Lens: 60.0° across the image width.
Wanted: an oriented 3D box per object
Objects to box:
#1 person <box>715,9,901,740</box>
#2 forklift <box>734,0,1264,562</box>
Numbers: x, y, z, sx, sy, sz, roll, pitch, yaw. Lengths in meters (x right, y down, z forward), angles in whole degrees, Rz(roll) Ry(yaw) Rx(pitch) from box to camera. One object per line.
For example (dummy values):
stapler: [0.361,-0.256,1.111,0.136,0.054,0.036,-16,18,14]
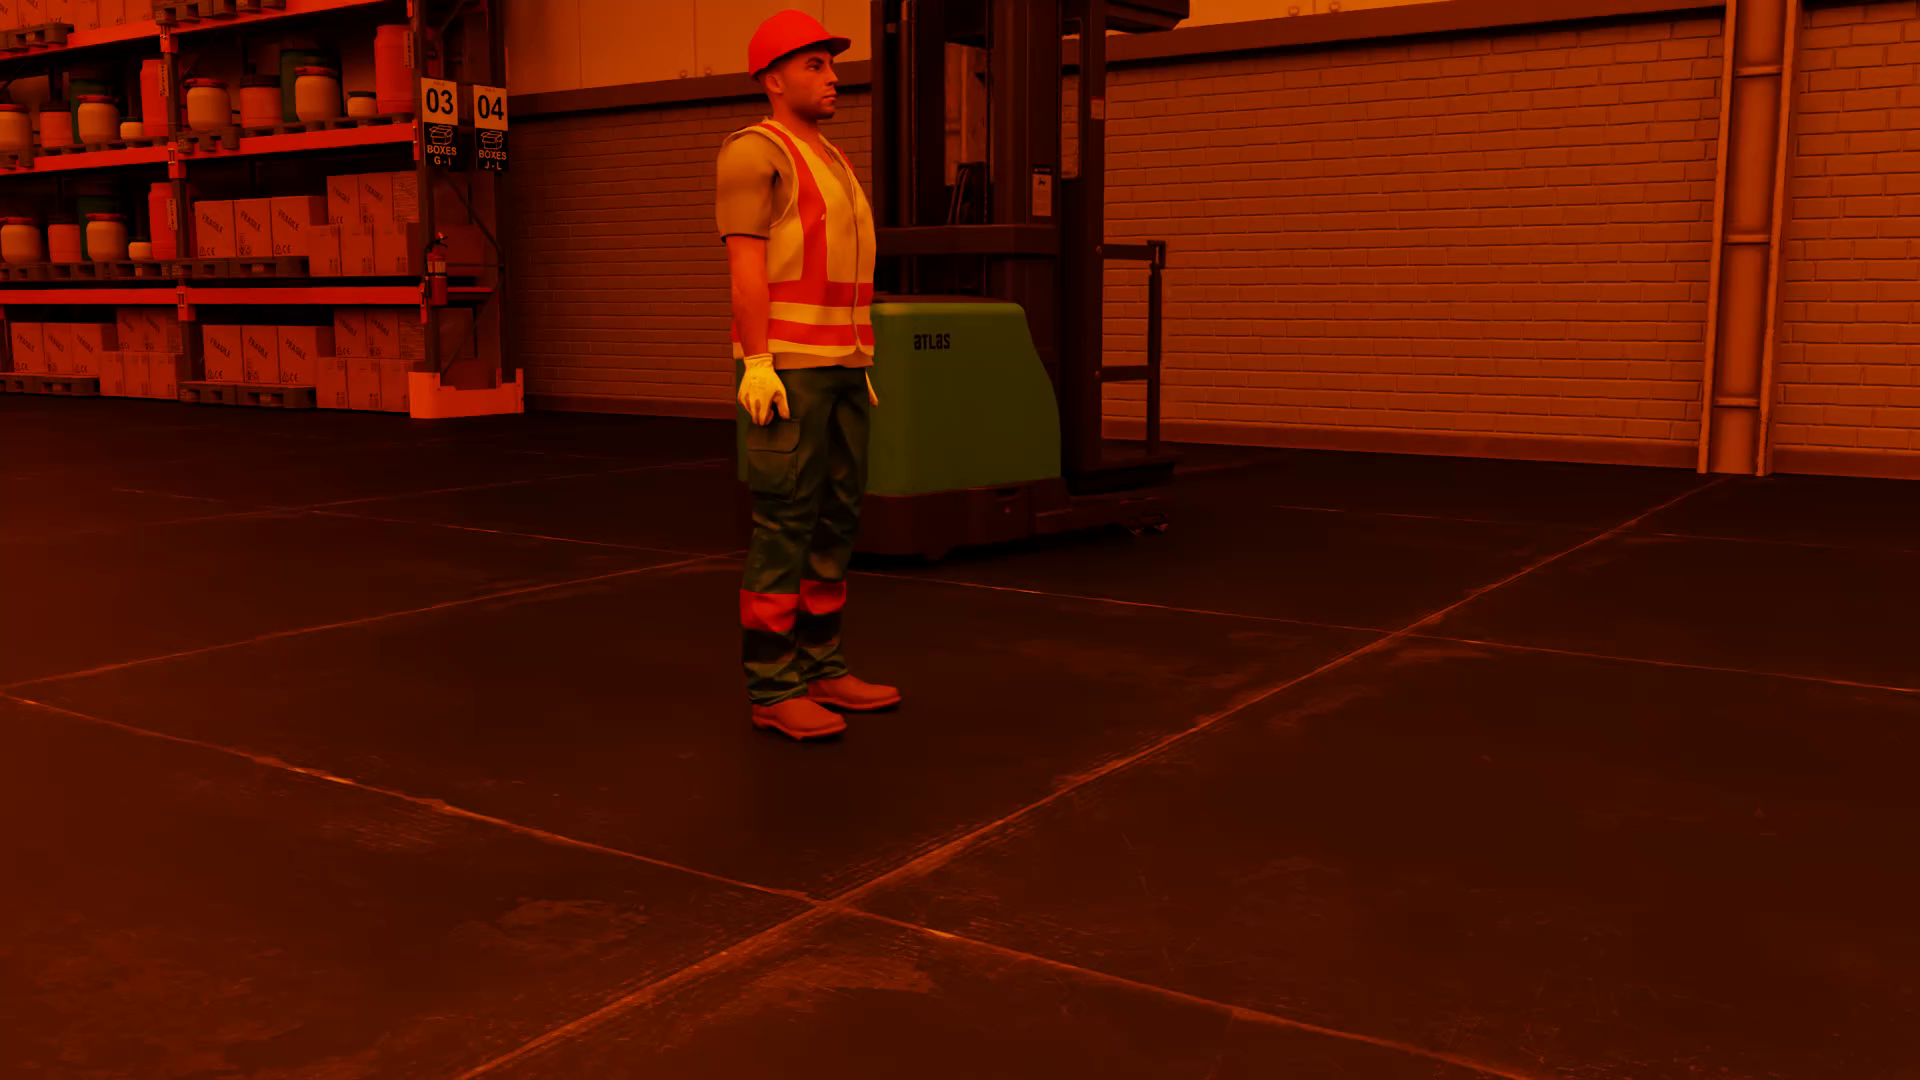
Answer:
person: [-0.376,-0.424,4.233,0.372,1.794,0.543,3,9,23]
forklift: [0.371,-1.518,7.871,1.130,2.935,3.031,7,11,42]
